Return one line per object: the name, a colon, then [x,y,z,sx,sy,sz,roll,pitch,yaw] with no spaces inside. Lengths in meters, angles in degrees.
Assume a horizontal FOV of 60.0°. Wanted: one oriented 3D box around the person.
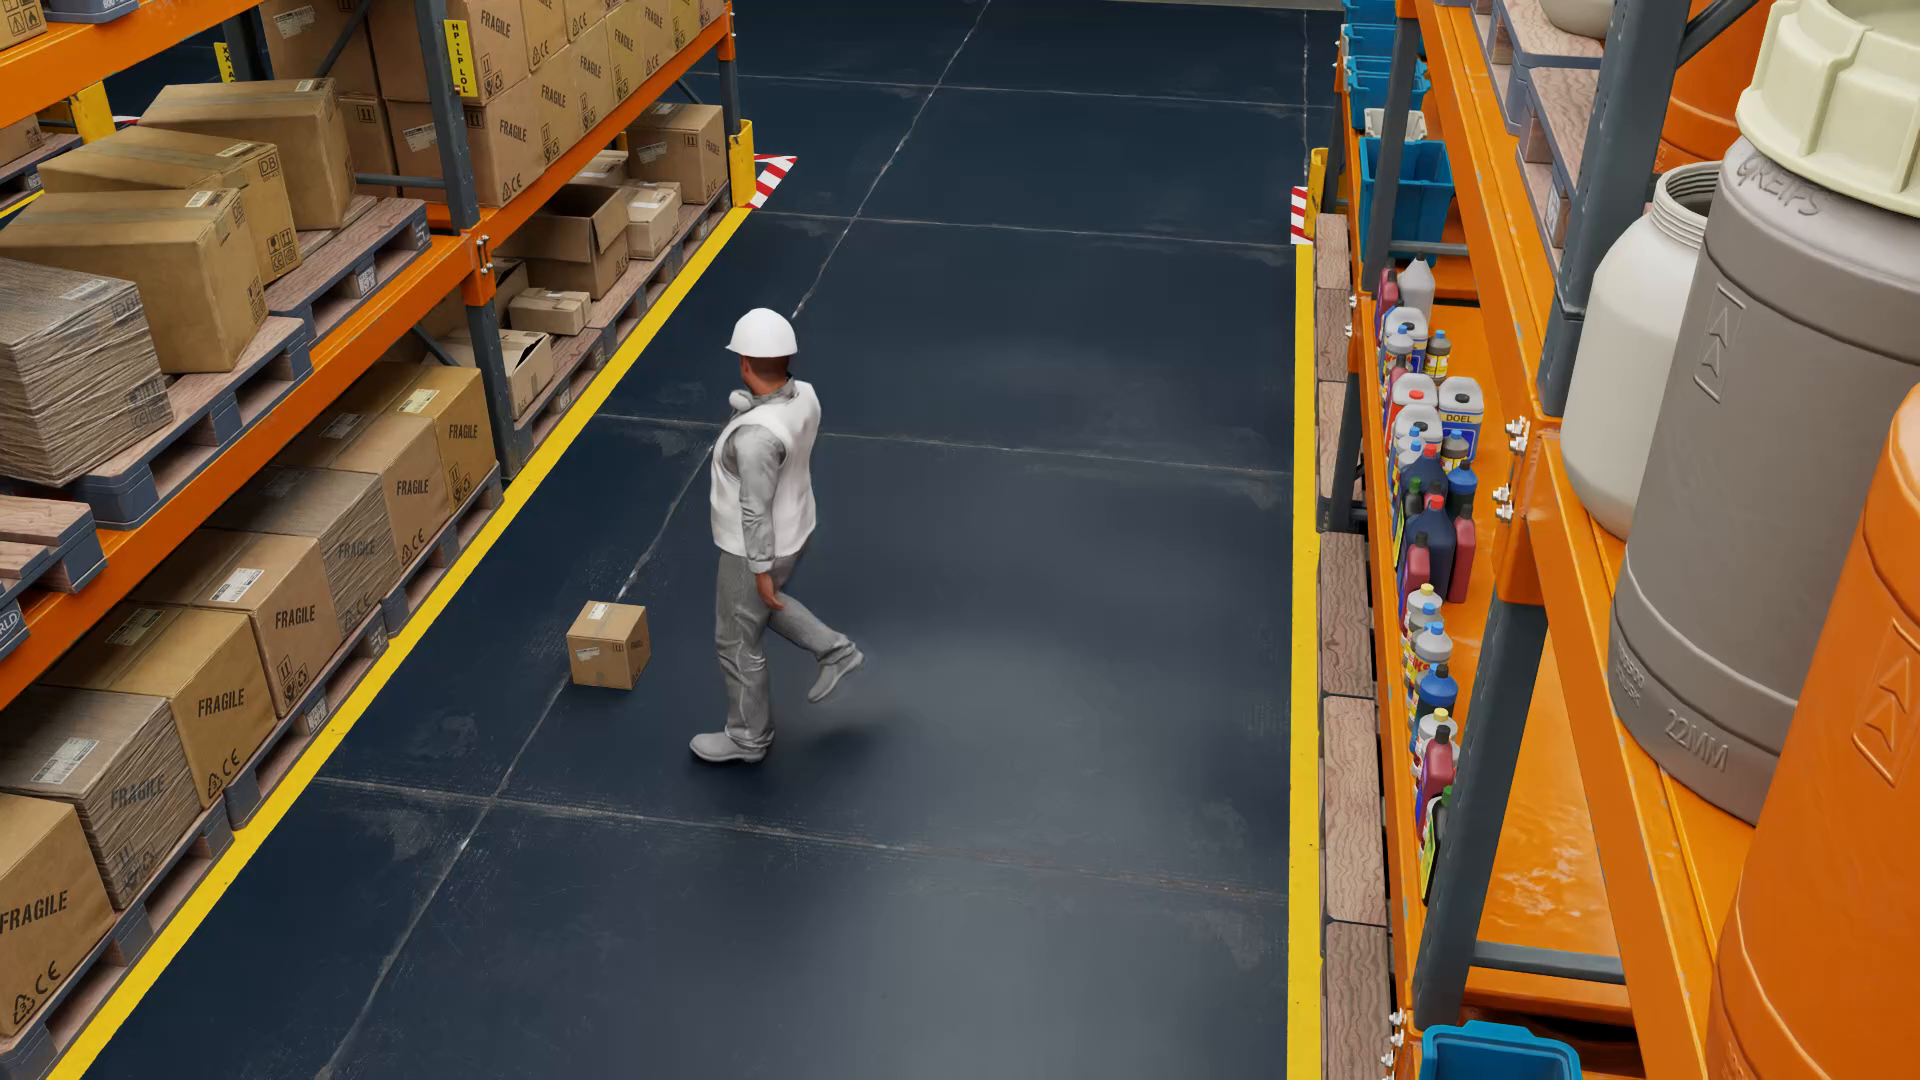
person: [-0.697,-0.007,6.122,0.608,1.748,0.567,7,33,11]
